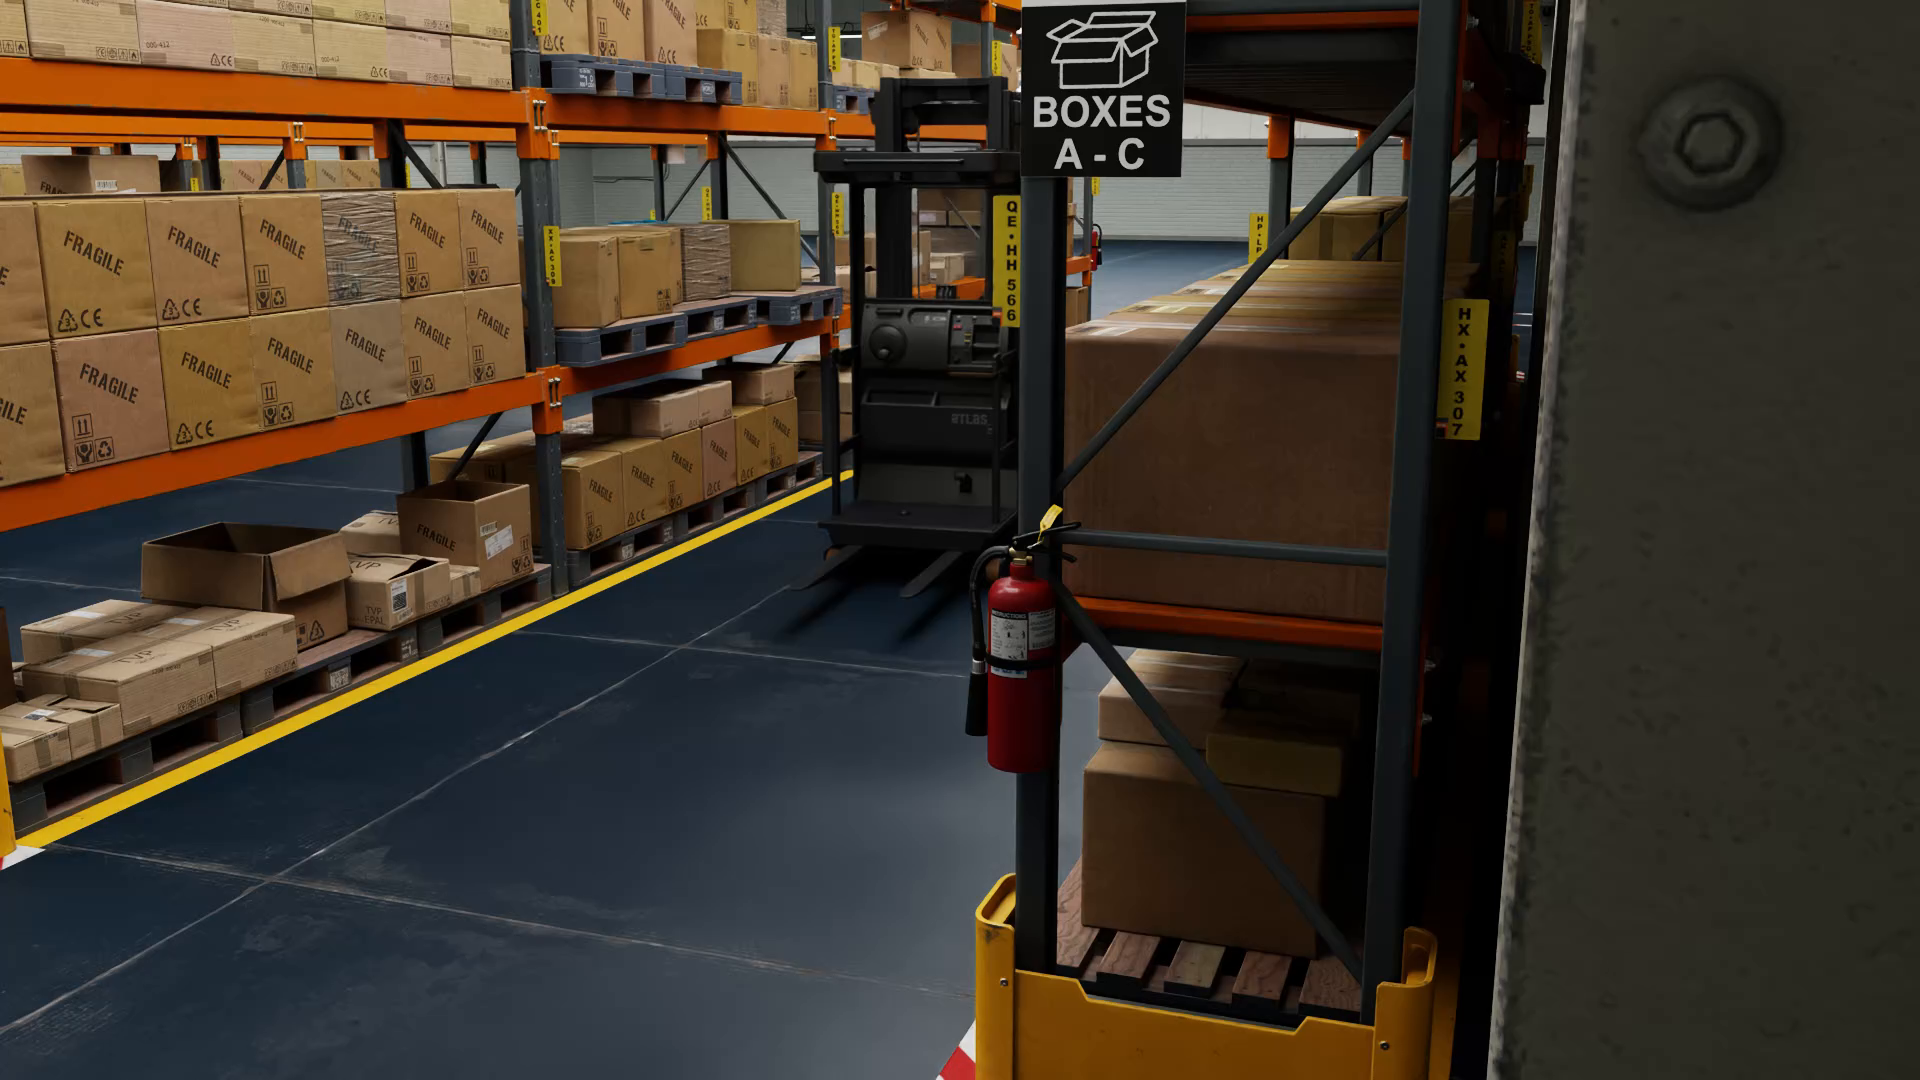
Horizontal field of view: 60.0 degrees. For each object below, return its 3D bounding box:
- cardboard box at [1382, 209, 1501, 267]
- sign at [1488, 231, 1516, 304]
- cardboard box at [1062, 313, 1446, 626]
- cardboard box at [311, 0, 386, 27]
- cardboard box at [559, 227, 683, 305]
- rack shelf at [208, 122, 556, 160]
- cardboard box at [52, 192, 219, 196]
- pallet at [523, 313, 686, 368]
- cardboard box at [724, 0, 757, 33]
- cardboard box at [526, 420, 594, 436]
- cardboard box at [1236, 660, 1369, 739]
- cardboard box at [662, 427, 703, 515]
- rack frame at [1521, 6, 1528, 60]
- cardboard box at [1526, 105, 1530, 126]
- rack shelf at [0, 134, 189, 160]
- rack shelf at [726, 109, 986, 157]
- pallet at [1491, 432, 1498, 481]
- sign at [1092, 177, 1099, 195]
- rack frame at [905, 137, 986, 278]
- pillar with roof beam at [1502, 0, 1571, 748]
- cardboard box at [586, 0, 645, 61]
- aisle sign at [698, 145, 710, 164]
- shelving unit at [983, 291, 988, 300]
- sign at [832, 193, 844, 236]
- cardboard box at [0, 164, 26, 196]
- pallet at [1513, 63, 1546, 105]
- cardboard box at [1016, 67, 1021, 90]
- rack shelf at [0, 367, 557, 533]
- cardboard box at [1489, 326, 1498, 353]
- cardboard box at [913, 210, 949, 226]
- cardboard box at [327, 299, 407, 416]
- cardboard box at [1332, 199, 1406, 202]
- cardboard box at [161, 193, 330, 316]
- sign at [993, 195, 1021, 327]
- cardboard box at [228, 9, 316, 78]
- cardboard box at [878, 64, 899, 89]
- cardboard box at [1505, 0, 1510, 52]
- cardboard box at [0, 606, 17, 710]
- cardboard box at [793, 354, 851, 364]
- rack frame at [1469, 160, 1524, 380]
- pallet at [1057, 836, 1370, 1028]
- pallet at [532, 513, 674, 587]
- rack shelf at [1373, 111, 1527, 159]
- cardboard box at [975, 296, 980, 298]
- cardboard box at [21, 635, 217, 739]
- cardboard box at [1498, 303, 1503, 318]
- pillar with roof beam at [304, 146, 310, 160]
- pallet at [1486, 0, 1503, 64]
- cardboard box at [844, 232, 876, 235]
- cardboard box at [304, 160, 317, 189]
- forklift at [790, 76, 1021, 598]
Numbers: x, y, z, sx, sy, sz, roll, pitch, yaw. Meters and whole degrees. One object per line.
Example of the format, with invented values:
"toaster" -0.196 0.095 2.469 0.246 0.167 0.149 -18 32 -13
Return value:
"cardboard box" 2.329 -1.464 8.040 0.500 0.250 0.500 5 14 20
"sign" 2.460 -1.238 7.549 0.100 0.325 0.005 4 14 18
"cardboard box" 0.795 -0.229 4.578 0.980 0.700 0.700 5 14 21
"cardboard box" -2.984 -2.474 7.559 0.500 0.250 0.500 4 14 18
"cardboard box" -2.241 -1.803 10.978 0.700 0.500 0.500 1 13 4
"rack shelf" -5.499 -3.906 16.234 1.077 0.370 4.000 4 14 18
"cardboard box" -3.673 -1.305 7.492 0.500 0.500 0.500 5 14 20
"pallet" -2.393 -1.240 10.111 1.003 0.211 1.213 4 14 18
"cardboard box" -1.772 -3.815 11.750 0.500 0.500 0.500 4 14 18
"cardboard box" -2.535 -0.503 11.077 0.500 0.500 0.500 5 14 19
"cardboard box" 1.084 0.502 5.263 0.380 0.149 0.250 4 14 19
"cardboard box" -2.036 -0.471 10.940 0.500 0.500 0.500 5 14 19
"rack frame" 4.522 -5.426 14.540 1.000 3.000 0.127 4 14 18
"cardboard box" 5.783 -4.654 17.625 0.500 0.500 0.500 4 14 19
"rack shelf" -10.185 -4.262 17.796 1.077 0.370 4.000 4 14 18
"rack shelf" -0.813 -3.548 14.668 1.077 0.370 4.000 4 14 18
"pallet" 3.879 -0.720 13.670 1.003 0.211 1.213 4 14 18
"sign" 1.637 -4.338 20.117 0.100 0.325 0.005 4 14 18
"rack frame" -0.166 -2.858 16.767 1.000 3.000 0.127 4 14 18
"pillar with roof beam" -1.547 -3.842 7.599 9.100 9.000 0.400 4 14 18
"cardboard box" -2.327 -3.181 10.049 0.600 0.600 0.600 4 14 18
"aisle sign" -3.253 -5.318 21.706 0.394 0.787 0.004 4 14 18
"shelving unit" 0.287 -1.001 12.005 0.538 1.500 1.048 3 13 14
"sign" -0.944 -2.504 12.794 0.100 0.325 0.005 4 14 18
"cardboard box" -13.510 -4.965 23.236 0.875 0.550 0.500 4 14 18
"pallet" 3.070 -2.890 10.594 1.213 0.211 1.003 5 14 21
"cardboard box" 0.421 -4.750 17.260 0.500 0.311 0.500 4 13 15
"rack shelf" -3.402 -0.401 7.622 1.077 0.370 4.000 4 14 18
"cardboard box" 3.096 -1.240 10.201 0.380 0.149 0.250 4 13 17
"cardboard box" -0.281 -3.295 17.002 0.380 0.149 0.250 4 14 18
"cardboard box" -3.003 -0.881 7.883 0.500 0.500 0.500 5 14 20
"cardboard box" 2.506 -1.933 10.092 0.500 0.250 0.500 4 14 19
"cardboard box" -3.164 -1.264 7.314 0.500 0.500 0.500 4 14 18
"sign" 0.131 -0.697 4.167 0.100 0.325 0.005 4 14 18
"cardboard box" -3.152 -2.126 7.156 0.500 0.250 0.500 4 14 18
"cardboard box" -0.843 -4.053 14.658 0.500 0.250 0.500 3 13 14
"cardboard box" 2.664 -2.943 9.187 0.700 0.500 0.500 4 14 18
"cardboard box" -4.106 0.541 6.505 0.500 0.500 0.500 4 14 18
"cardboard box" -1.196 -1.497 14.781 0.500 0.311 0.500 4 14 18
"rack frame" 5.817 -3.344 18.897 1.000 3.000 0.127 4 14 18
"pallet" 0.824 1.210 5.210 1.003 0.211 1.213 4 14 18
"pallet" -2.527 0.012 10.459 1.003 0.211 1.213 4 14 18
"rack shelf" 3.875 -3.192 13.109 1.077 0.370 4.000 4 14 18
"cardboard box" 0.256 -2.517 18.825 0.500 0.500 0.500 4 14 18
"cardboard box" -3.443 0.596 6.827 0.500 0.250 0.500 4 14 18
"cardboard box" 3.325 -1.745 10.952 0.500 0.500 0.500 4 14 19
"pillar with roof beam" -13.499 -11.807 42.495 9.100 9.000 0.548 4 14 18
"pallet" 1.659 -2.065 6.752 1.003 0.211 1.213 4 14 18
"cardboard box" -0.762 -2.529 15.104 0.500 0.500 0.500 4 14 18
"cardboard box" -8.678 -4.646 21.462 0.500 0.500 0.500 4 14 18
"forklift" -0.200 -1.258 9.915 1.130 2.935 3.031 3 13 14
